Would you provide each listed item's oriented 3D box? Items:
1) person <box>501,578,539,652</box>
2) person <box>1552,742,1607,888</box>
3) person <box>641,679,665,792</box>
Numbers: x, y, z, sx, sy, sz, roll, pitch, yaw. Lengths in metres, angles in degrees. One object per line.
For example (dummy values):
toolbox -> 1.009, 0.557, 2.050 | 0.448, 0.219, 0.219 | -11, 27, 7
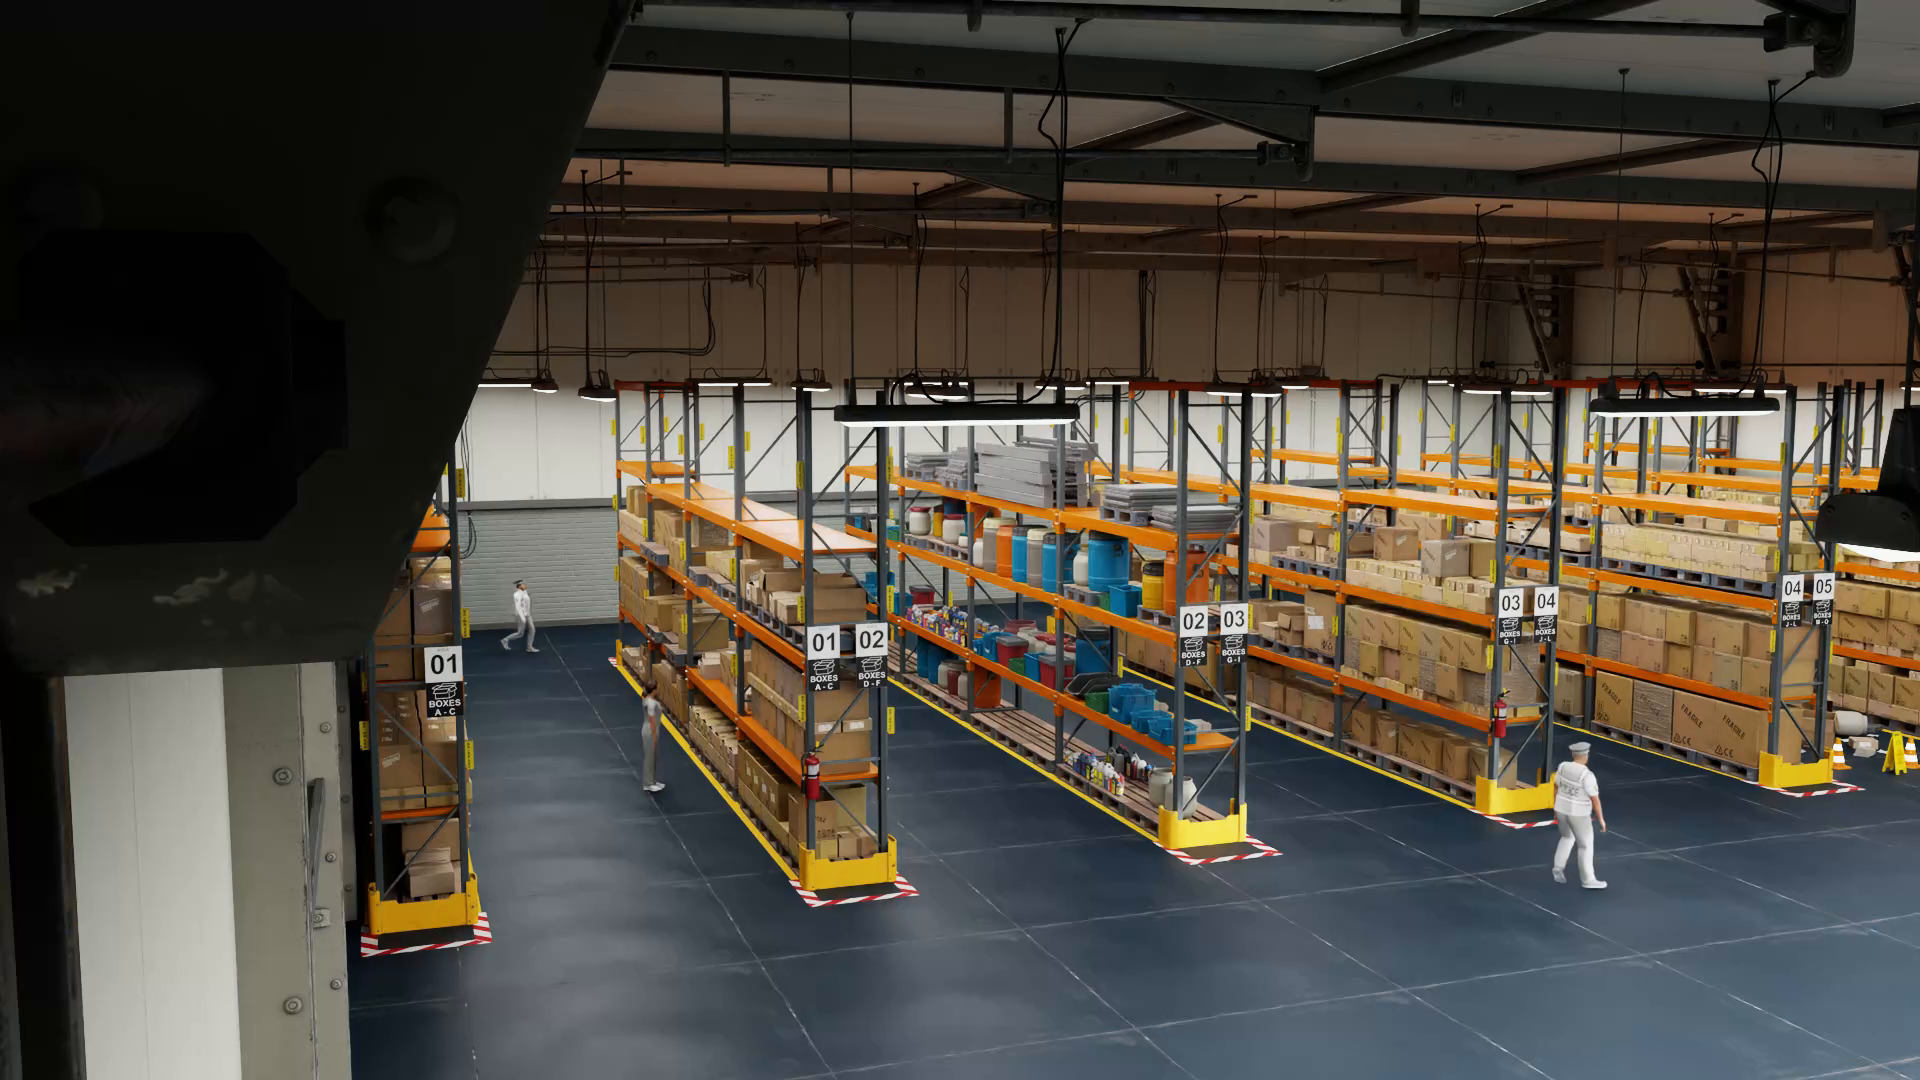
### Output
person -> -9.653, 1.645, 36.474 | 0.792, 1.648, 0.499 | 0, 6, 3
person -> 7.485, 3.330, 20.155 | 0.586, 1.763, 0.650 | -3, 7, -30
person -> -4.565, 2.894, 24.665 | 0.328, 1.683, 0.463 | -1, 6, -8
